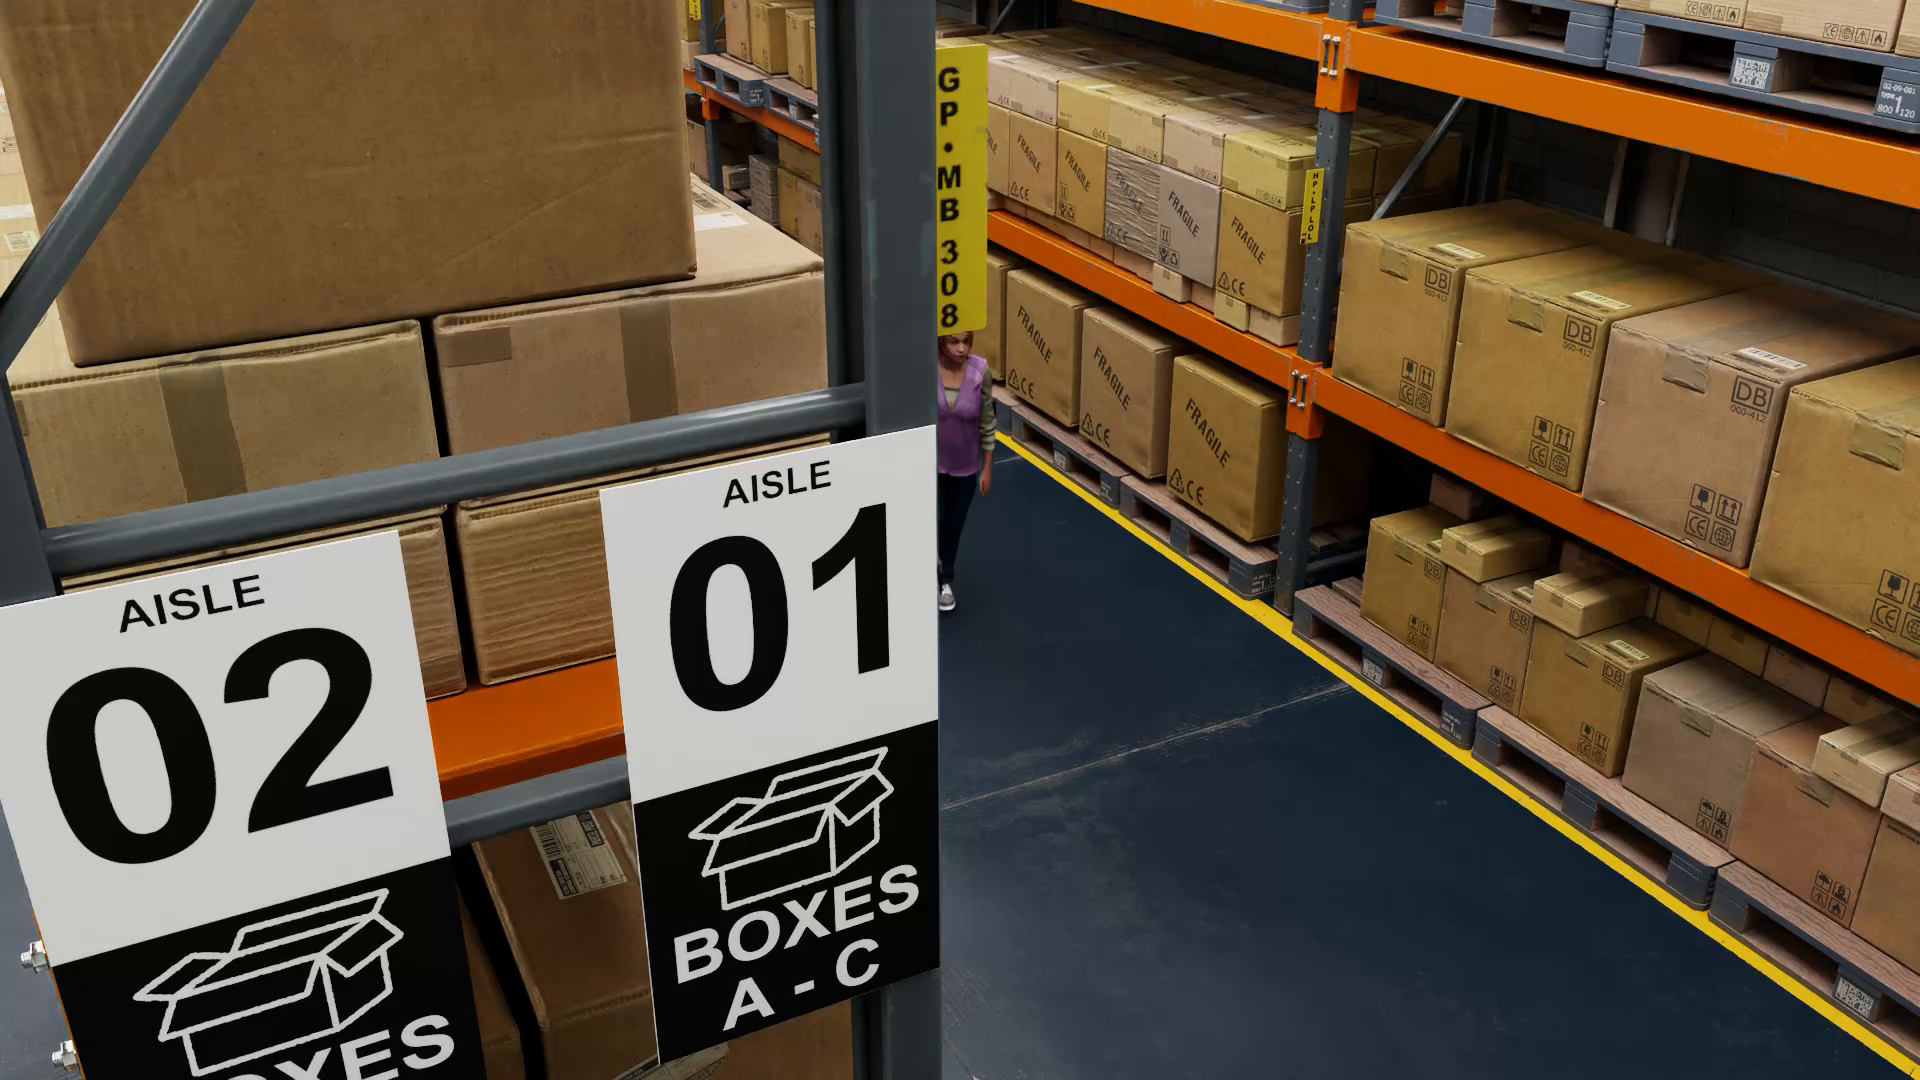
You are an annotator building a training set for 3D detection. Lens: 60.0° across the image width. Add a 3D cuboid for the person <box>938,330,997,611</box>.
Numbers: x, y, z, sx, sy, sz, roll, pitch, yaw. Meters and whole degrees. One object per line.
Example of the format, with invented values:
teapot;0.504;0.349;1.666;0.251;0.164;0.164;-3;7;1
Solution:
person;-0.060;-0.351;7.826;0.443;1.593;0.510;-5;26;-9
